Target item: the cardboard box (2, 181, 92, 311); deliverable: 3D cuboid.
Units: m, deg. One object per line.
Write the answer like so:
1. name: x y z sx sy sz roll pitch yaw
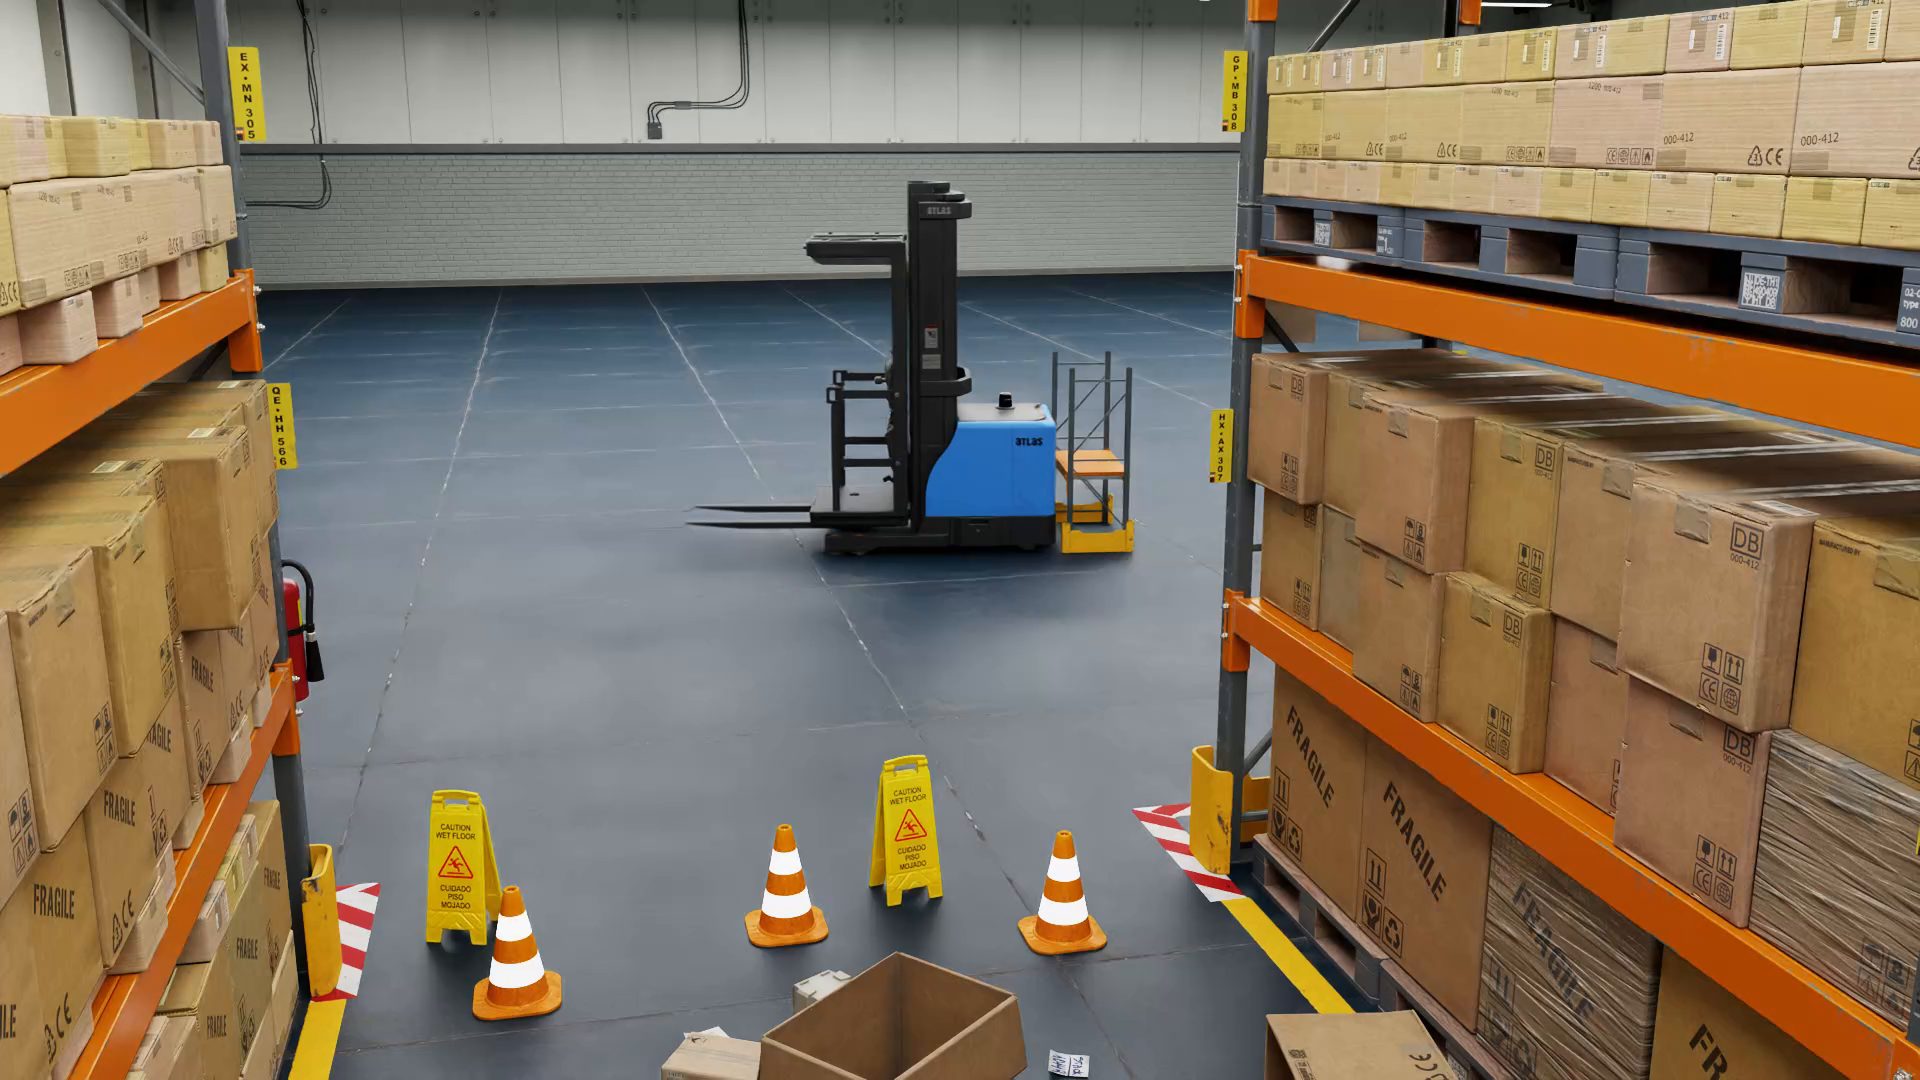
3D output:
1. cardboard box: -2.232 -0.642 3.601 0.500 0.250 0.500 -3 14 -13

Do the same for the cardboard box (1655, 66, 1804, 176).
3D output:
1. cardboard box: 2.145 -1.058 4.210 0.500 0.250 0.500 -3 14 -13

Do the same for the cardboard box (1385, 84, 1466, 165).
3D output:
1. cardboard box: 1.792 -1.406 5.633 0.500 0.250 0.500 -3 14 -14

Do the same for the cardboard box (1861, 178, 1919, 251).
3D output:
1. cardboard box: 2.232 -0.714 3.644 0.380 0.149 0.250 -3 14 -13

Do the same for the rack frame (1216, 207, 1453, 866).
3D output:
1. rack frame: 1.689 0.017 7.538 1.000 3.000 0.127 -3 14 -13

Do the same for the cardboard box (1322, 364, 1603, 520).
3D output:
1. cardboard box: 1.957 -0.371 6.535 0.875 0.550 0.550 -3 14 -13

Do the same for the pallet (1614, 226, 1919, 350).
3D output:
1. pallet: 2.446 -0.664 4.190 1.003 0.211 1.213 -3 14 -13

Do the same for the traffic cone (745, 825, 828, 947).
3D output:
1. traffic cone: -0.745 1.435 7.077 0.336 0.463 0.334 -3 14 -13

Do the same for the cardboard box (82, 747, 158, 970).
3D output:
1. cardboard box: -2.238 0.698 3.914 0.500 0.500 0.500 -3 14 -14

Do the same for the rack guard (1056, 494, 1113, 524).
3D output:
1. rack guard: 1.040 -0.266 14.491 0.587 0.250 0.087 -1 14 -4

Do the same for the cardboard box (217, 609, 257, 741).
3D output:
1. cardboard box: -2.591 0.349 5.343 0.500 0.500 0.500 -3 14 -13

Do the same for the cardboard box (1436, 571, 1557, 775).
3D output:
1. cardboard box: 2.145 0.409 5.617 0.875 0.550 0.500 -3 14 -13

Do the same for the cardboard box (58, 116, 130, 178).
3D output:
1. cardboard box: -2.340 -0.993 4.200 0.380 0.149 0.250 -3 14 -12

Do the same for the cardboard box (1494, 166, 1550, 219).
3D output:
1. cardboard box: 1.873 -1.066 5.085 0.380 0.149 0.250 -3 14 -13

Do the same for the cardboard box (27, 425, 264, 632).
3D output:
1. cardboard box: -2.435 -0.028 4.777 0.700 0.500 0.500 -3 14 -14

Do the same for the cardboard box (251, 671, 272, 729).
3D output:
1. cardboard box: -2.636 0.565 5.825 0.380 0.149 0.250 -3 14 -14

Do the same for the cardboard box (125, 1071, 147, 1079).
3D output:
1. cardboard box: -2.129 1.389 3.882 0.380 0.149 0.250 -3 14 -11

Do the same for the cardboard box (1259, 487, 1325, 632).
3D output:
1. cardboard box: 1.820 0.027 7.180 0.875 0.550 0.550 -3 14 -13

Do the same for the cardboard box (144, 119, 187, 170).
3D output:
1. cardboard box: -2.631 -1.225 5.151 0.380 0.149 0.250 -3 14 -14

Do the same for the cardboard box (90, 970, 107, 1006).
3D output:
1. cardboard box: -2.241 1.037 3.893 0.380 0.149 0.250 -3 14 -13

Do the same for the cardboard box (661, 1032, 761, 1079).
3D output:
1. cardboard box: -0.828 1.891 5.875 0.380 0.149 0.250 4 14 16

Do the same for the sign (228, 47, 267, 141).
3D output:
1. sign: -2.555 -1.598 5.960 0.100 0.325 0.005 -3 14 -13

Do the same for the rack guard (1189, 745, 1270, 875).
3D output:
1. rack guard: 1.683 1.226 7.857 1.175 0.500 0.348 -3 14 -13

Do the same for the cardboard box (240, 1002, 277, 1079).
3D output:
1. cardboard box: -2.534 1.739 5.397 0.500 0.250 0.500 -3 14 -13

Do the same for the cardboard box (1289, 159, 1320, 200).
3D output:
1. cardboard box: 1.518 -1.415 6.513 0.380 0.149 0.250 -3 14 -13

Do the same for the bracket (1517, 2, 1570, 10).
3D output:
1. bracket: 14.077 -13.021 40.680 0.076 0.066 3.189 -3 14 -13

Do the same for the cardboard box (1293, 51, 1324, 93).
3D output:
1. cardboard box: 1.516 -1.806 6.431 0.380 0.149 0.250 -3 14 -13

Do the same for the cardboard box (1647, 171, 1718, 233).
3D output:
1. cardboard box: 2.051 -0.891 4.367 0.380 0.149 0.250 -3 14 -13

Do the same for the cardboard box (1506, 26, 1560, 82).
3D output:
1. cardboard box: 1.876 -1.452 4.985 0.380 0.149 0.250 -3 14 -12

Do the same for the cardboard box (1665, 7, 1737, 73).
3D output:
1. cardboard box: 2.057 -1.276 4.263 0.380 0.149 0.250 -3 14 -12

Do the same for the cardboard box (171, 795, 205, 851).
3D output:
1. cardboard box: -2.435 0.804 4.847 0.380 0.149 0.250 -3 14 -14

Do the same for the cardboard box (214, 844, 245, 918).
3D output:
1. cardboard box: -2.450 1.078 5.157 0.380 0.149 0.250 -3 14 -12

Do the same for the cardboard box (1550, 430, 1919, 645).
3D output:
1. cardboard box: 2.340 0.002 5.005 0.875 0.550 0.550 -3 14 -13

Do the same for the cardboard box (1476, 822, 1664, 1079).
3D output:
1. cardboard box: 2.333 1.411 5.423 0.875 0.875 0.875 -3 14 -13

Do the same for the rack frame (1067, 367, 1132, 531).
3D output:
1. rack frame: 1.117 -0.638 13.377 0.500 1.500 0.032 -1 14 -4

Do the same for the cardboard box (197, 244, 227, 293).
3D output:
1. cardboard box: -2.653 -0.897 5.487 0.380 0.149 0.250 -3 14 -13

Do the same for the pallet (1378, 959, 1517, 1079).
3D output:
1. pallet: 2.236 1.832 5.982 1.003 0.211 1.213 -3 14 -13

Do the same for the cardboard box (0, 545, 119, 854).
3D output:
1. cardboard box: -2.151 0.327 3.323 0.700 0.500 0.500 -3 14 -13

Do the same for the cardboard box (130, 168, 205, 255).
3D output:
1. cardboard box: -2.613 -0.993 5.040 0.500 0.250 0.500 -3 14 -14

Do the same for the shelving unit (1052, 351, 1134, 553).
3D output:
1. shelving unit: 1.079 -0.756 13.860 0.587 1.500 1.083 -1 14 -4

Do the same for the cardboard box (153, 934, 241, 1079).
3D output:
1. cardboard box: -2.420 1.491 4.834 0.500 0.500 0.500 -4 14 -15

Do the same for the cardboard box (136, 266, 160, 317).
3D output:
1. cardboard box: -2.524 -0.717 4.749 0.380 0.149 0.250 -3 14 -14

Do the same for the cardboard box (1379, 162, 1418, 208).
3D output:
1. cardboard box: 1.695 -1.241 5.800 0.380 0.149 0.250 -3 14 -13

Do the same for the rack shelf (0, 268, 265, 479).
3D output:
1. rack shelf: -2.629 -0.330 4.154 1.077 0.370 4.000 -3 14 -13

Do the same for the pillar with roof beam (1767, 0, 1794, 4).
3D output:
1. pillar with roof beam: 12.162 -9.162 32.469 9.100 9.000 0.400 -3 14 -13

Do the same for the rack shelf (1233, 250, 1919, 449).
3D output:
1. rack shelf: 2.159 -0.629 5.379 1.077 0.370 4.000 -3 14 -13

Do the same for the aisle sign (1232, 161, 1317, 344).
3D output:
1. aisle sign: 1.381 -1.246 7.228 0.394 0.787 0.004 -3 14 -13

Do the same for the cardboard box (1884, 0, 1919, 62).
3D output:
1. cardboard box: 2.233 -1.102 3.551 0.380 0.149 0.250 -3 14 -14

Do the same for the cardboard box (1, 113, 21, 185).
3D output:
1. cardboard box: -2.202 -0.811 3.454 0.380 0.149 0.250 -4 14 -15

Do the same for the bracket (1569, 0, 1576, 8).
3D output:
1. bracket: 14.495 -12.611 39.000 0.235 0.232 0.430 -3 14 -13

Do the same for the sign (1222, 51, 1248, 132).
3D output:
1. sign: 1.148 -1.874 6.948 0.100 0.325 0.005 -3 14 -13

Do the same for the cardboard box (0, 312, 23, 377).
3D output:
1. cardboard box: -2.239 -0.419 3.529 0.380 0.149 0.250 -4 14 -15

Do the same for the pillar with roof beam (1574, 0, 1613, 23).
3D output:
1. pillar with roof beam: 10.753 -10.546 38.134 9.100 9.000 0.548 -3 14 -13

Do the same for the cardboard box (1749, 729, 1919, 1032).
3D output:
1. cardboard box: 2.530 0.782 4.089 0.875 0.550 0.550 -3 14 -13

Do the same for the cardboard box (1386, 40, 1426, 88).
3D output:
1. cardboard box: 1.696 -1.629 5.708 0.380 0.149 0.250 -4 14 -14

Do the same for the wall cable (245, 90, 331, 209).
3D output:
1. wall cable: -15.088 -8.276 35.382 3.097 2.526 0.112 -3 14 -13

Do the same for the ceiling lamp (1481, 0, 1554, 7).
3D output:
1. ceiling lamp: 11.024 -12.454 33.643 2.000 3.185 0.800 -3 14 -13

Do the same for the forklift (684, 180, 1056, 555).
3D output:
1. forklift: -0.740 -1.431 13.608 3.031 2.935 1.130 0 14 -1
